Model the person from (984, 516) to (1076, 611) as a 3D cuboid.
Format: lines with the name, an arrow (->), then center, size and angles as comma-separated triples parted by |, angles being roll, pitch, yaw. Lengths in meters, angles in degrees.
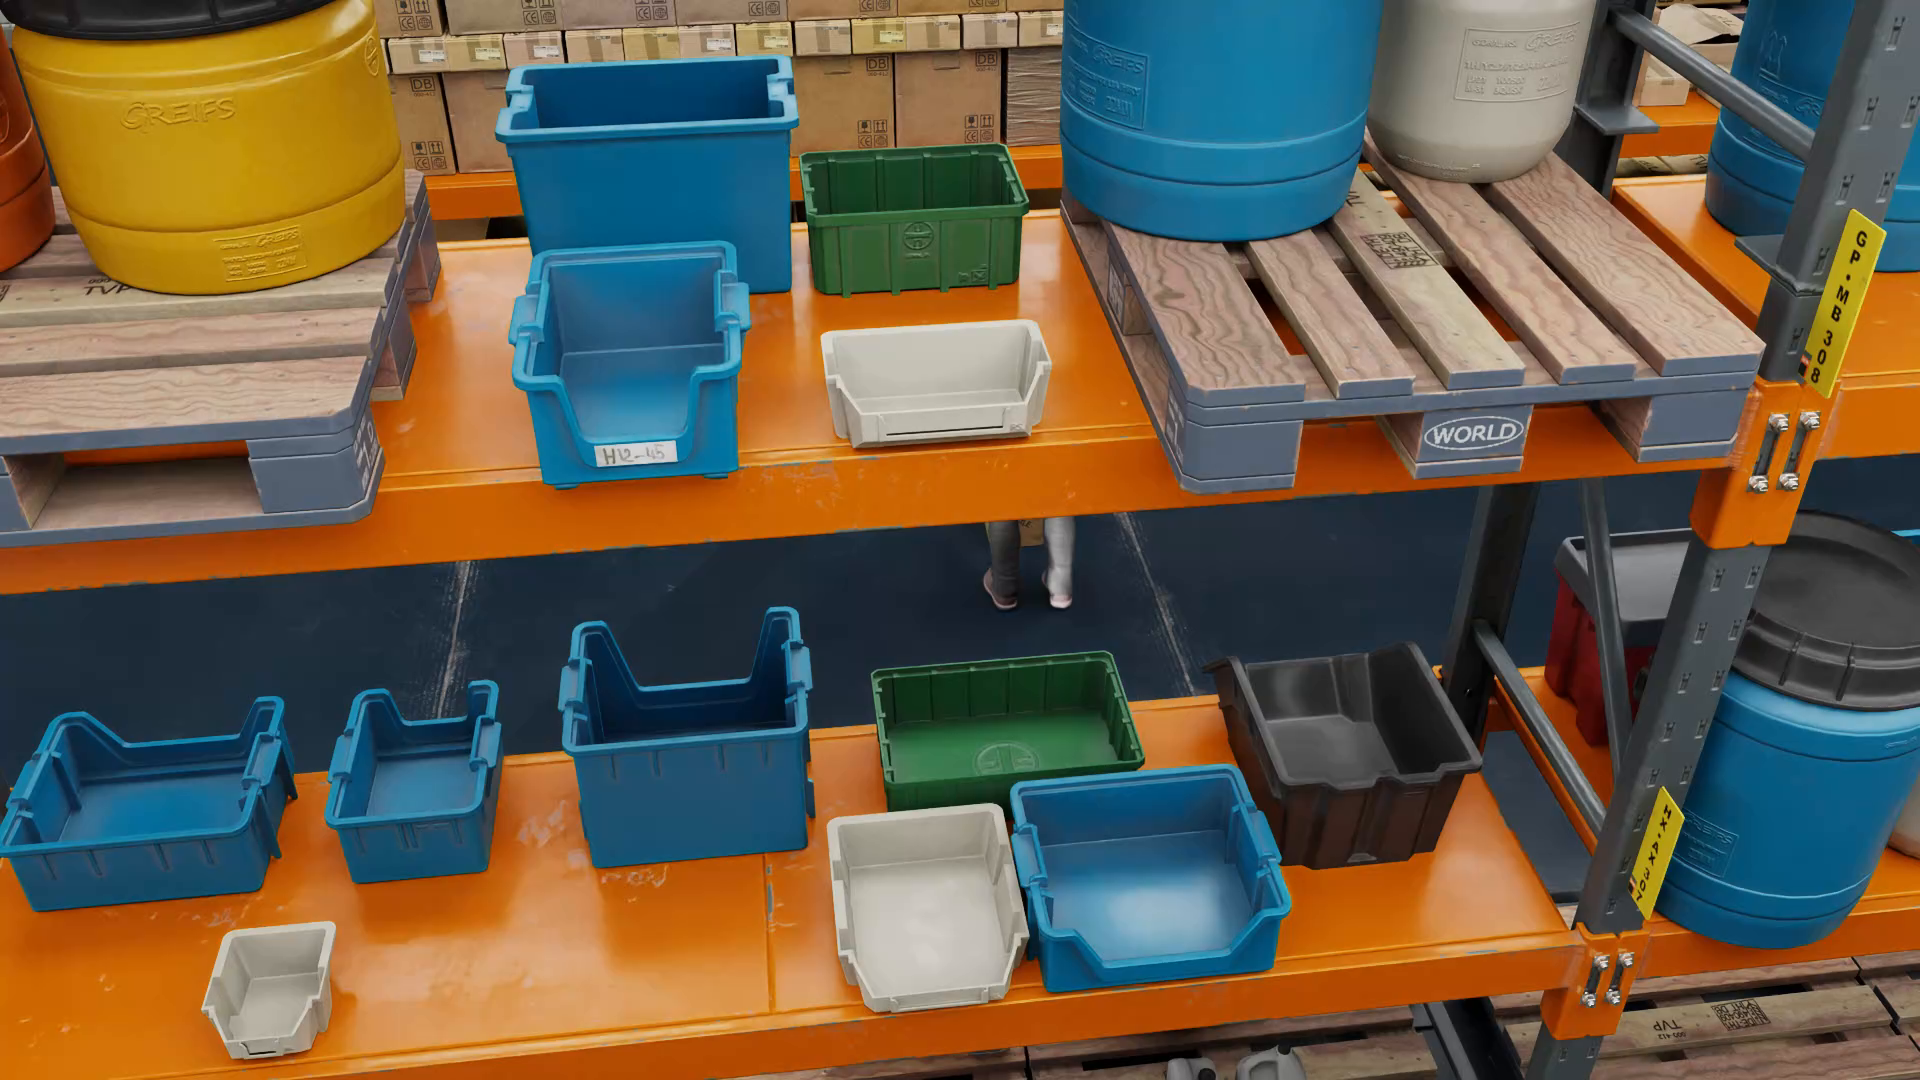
person -> 0.277, -0.442, 6.793 | 0.439, 1.655, 0.306 | -4, 35, -5
